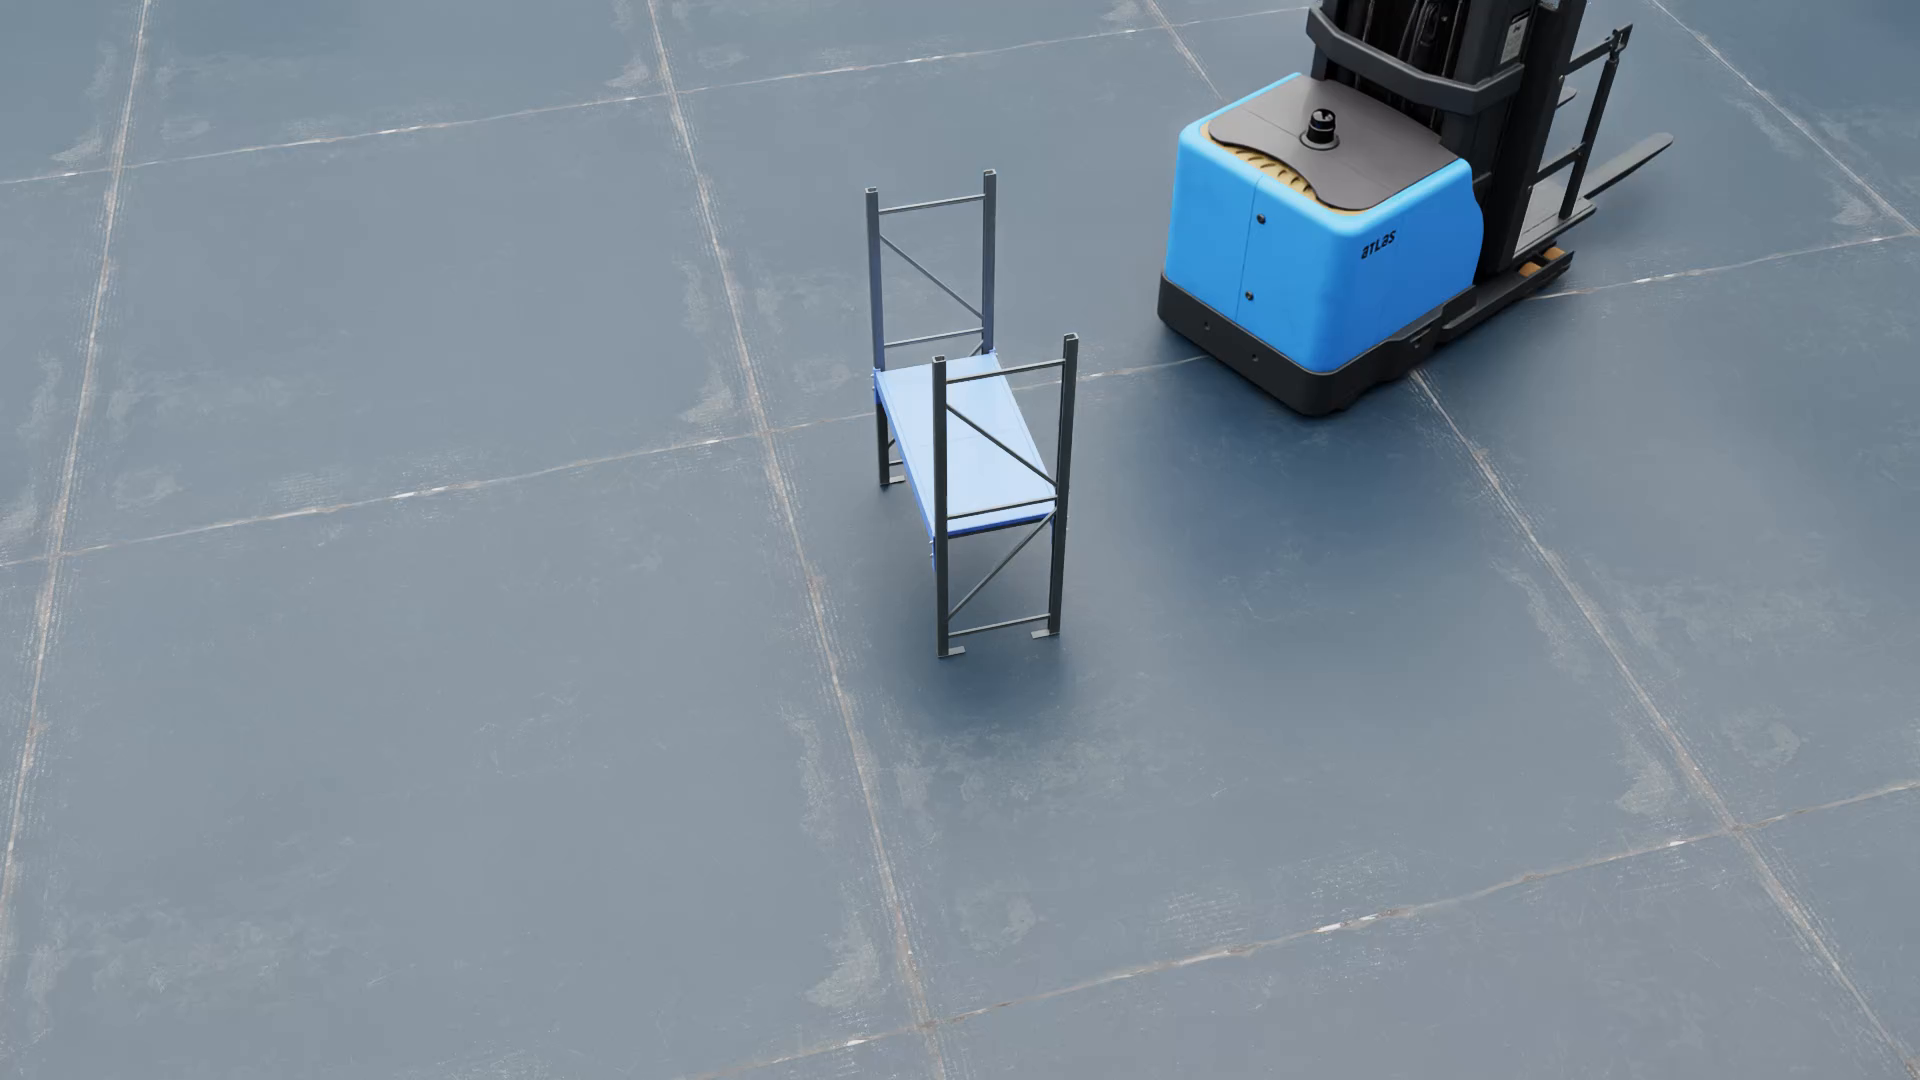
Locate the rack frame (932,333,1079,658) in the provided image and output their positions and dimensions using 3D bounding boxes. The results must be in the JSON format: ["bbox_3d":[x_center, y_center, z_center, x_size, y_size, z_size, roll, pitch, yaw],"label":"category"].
[{"bbox_3d":[0.152,-0.115,6.063,0.500,1.500,0.032,-11,47,-10],"label":"rack frame"}]

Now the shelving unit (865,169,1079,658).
[{"bbox_3d":[0.022,-0.466,6.407,0.538,1.500,1.048,-11,47,-10],"label":"shelving unit"}]

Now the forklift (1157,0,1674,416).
[{"bbox_3d":[2.397,-2.482,7.381,3.031,2.935,1.130,-31,53,-27],"label":"forklift"}]

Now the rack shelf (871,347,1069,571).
[{"bbox_3d":[0.022,-0.340,6.536,0.538,0.185,1.000,-11,47,-10],"label":"rack shelf"}]

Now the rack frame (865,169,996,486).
[{"bbox_3d":[-0.108,-0.817,6.751,0.500,1.500,0.032,-11,47,-10],"label":"rack frame"}]
